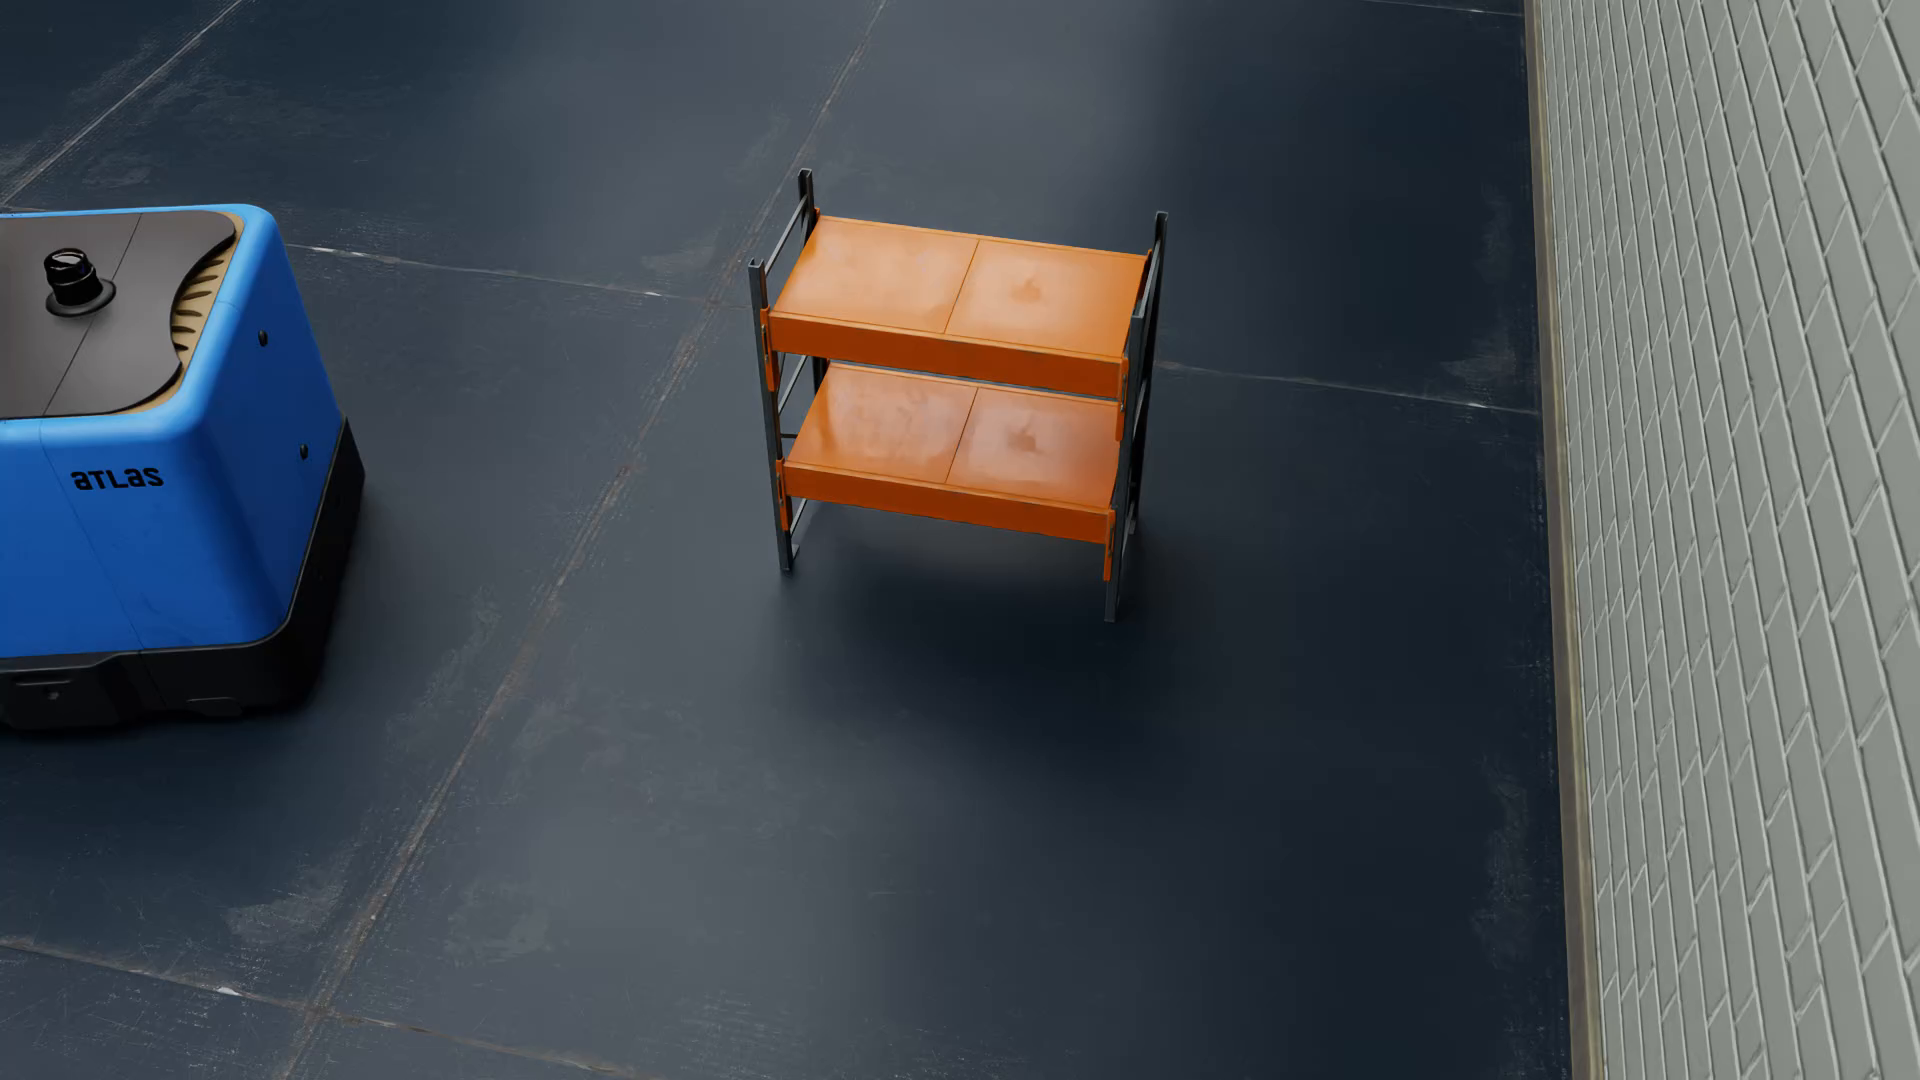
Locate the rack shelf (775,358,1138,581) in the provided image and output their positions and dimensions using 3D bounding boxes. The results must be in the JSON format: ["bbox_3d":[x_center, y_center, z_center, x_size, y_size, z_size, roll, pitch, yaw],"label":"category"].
[{"bbox_3d":[0.007,-0.228,5.028,1.000,0.278,0.538,9,45,9],"label":"rack shelf"}]

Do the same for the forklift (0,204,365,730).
[{"bbox_3d":[-3.389,-0.823,3.991,3.031,2.935,1.130,-3,44,-3],"label":"forklift"}]

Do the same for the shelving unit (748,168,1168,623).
[{"bbox_3d":[0.007,-0.404,4.859,1.048,1.125,0.538,9,45,9],"label":"shelving unit"}]

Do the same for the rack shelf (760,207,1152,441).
[{"bbox_3d":[0.007,-0.615,4.656,1.000,0.278,0.538,9,45,9],"label":"rack shelf"}]

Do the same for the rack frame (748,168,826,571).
[{"bbox_3d":[-0.489,-0.481,4.939,0.032,1.125,0.500,9,45,9],"label":"rack frame"}]

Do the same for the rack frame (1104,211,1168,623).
[{"bbox_3d":[0.503,-0.327,4.779,0.032,1.125,0.500,9,45,9],"label":"rack frame"}]
